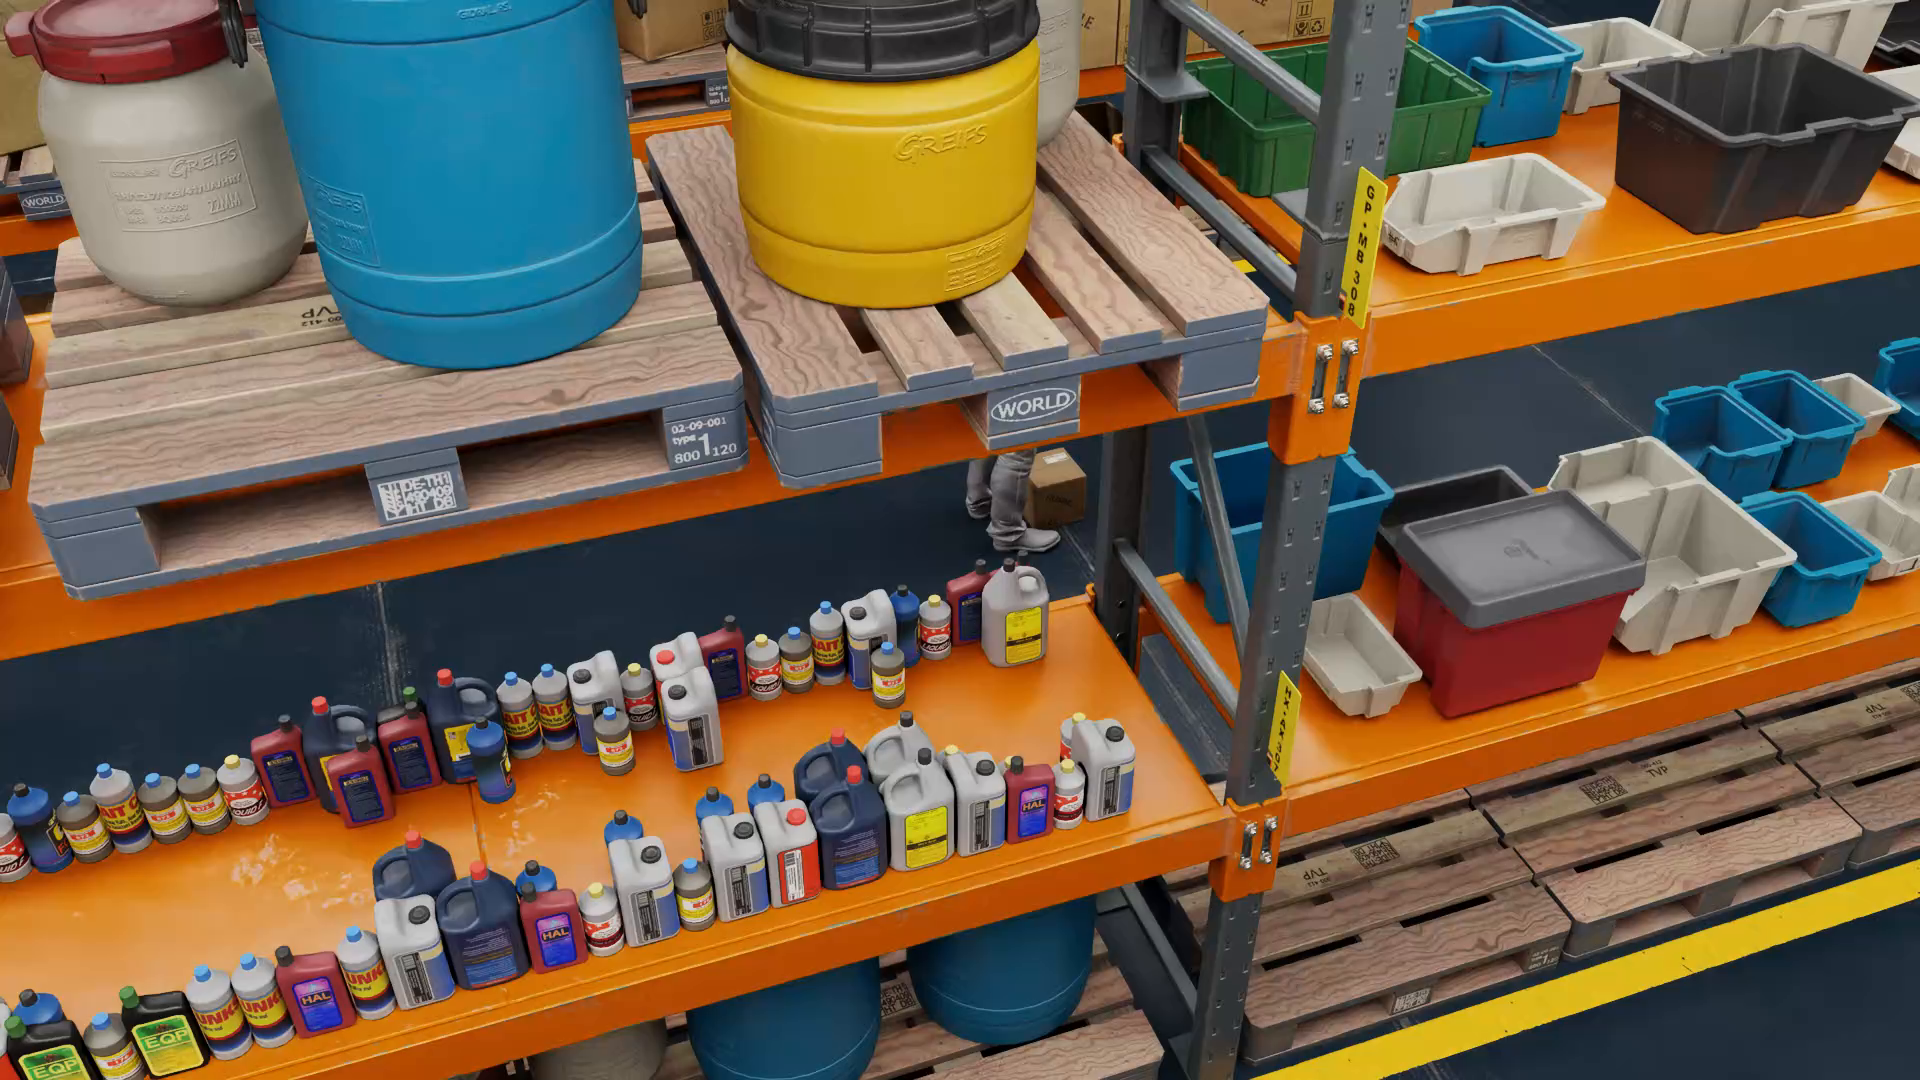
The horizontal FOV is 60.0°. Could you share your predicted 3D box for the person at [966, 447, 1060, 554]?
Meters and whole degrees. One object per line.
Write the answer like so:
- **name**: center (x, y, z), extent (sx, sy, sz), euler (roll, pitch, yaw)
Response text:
- **person**: center (0.207, -0.776, 7.150), extent (0.458, 1.757, 0.626), euler (-13, 39, -16)
